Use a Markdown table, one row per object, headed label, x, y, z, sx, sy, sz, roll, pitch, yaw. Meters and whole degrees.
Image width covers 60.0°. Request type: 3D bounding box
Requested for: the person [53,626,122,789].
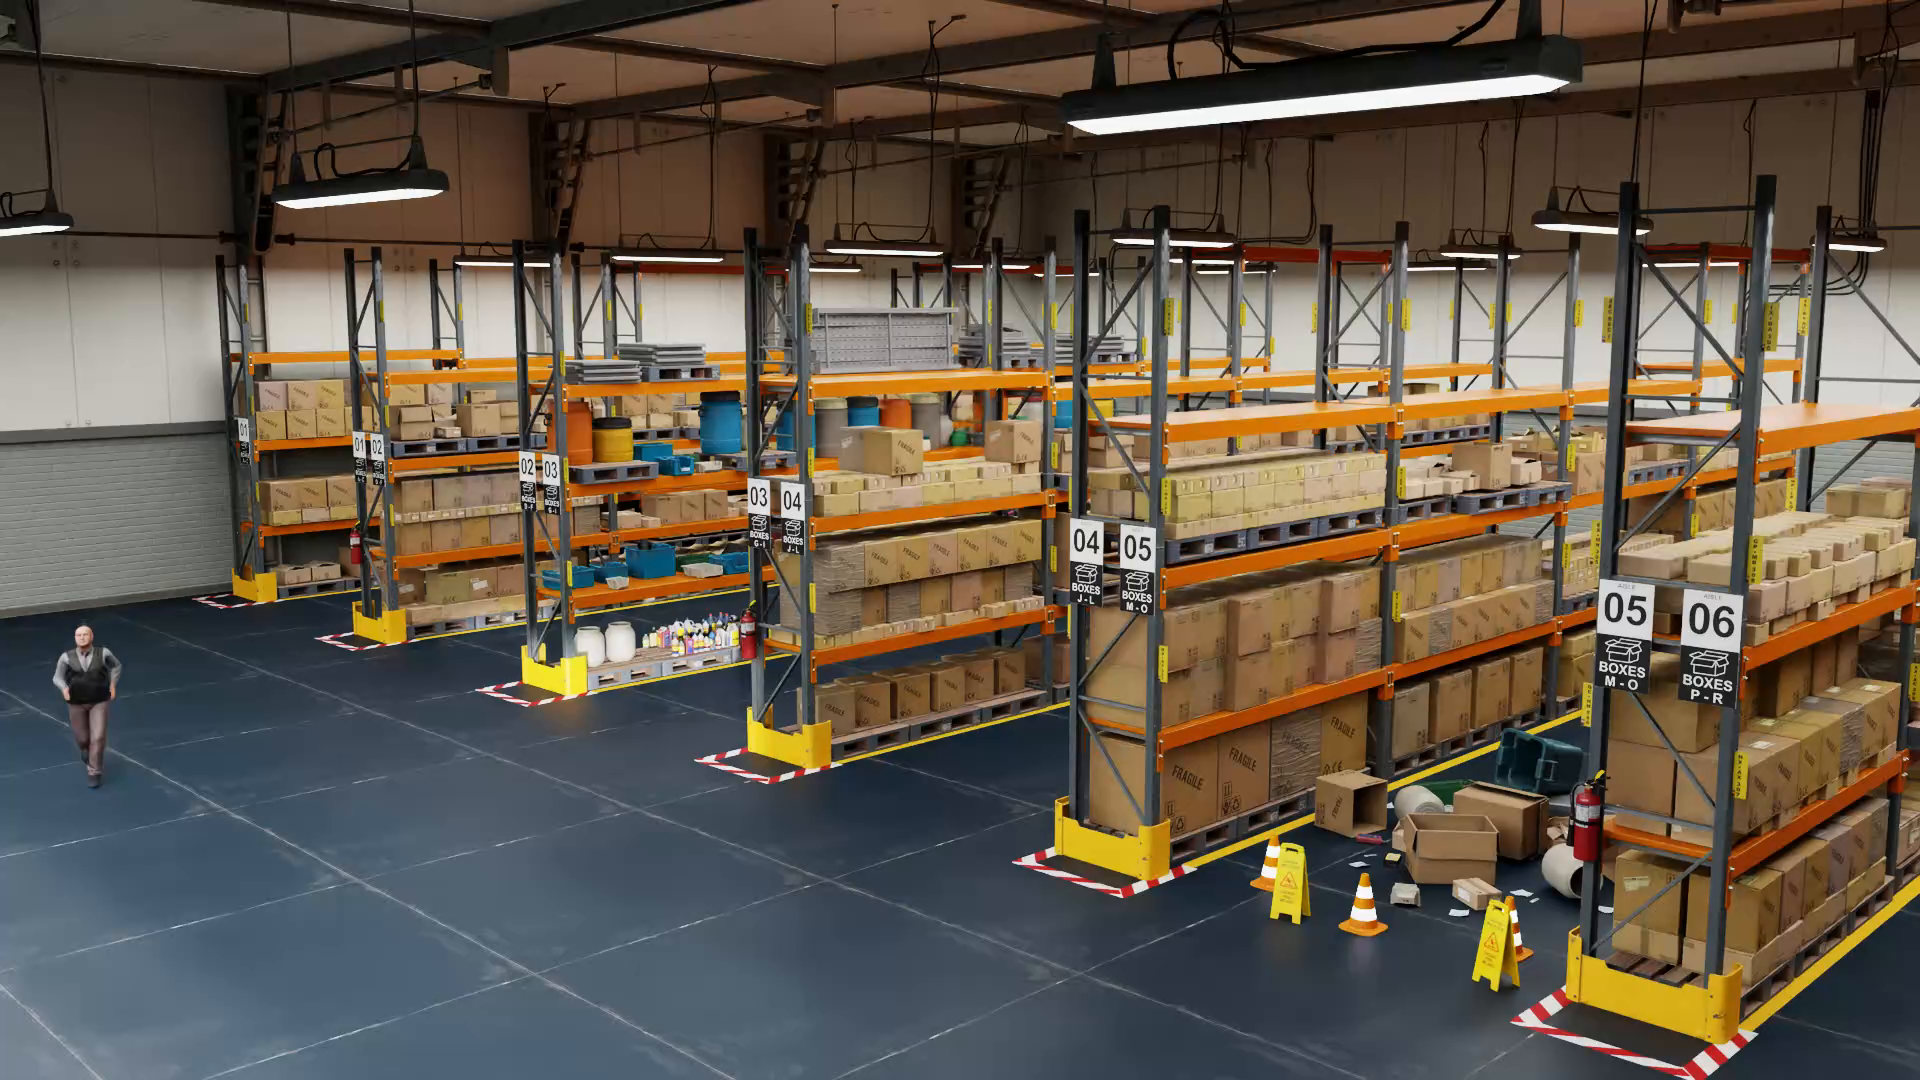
| label | x | y | z | sx | sy | sz | roll | pitch | yaw |
| --- | --- | --- | --- | --- | --- | --- | --- | --- | --- |
| person | -9.480 | 1.784 | 18.114 | 0.671 | 1.715 | 0.867 | -4 | 9 | -24 |
